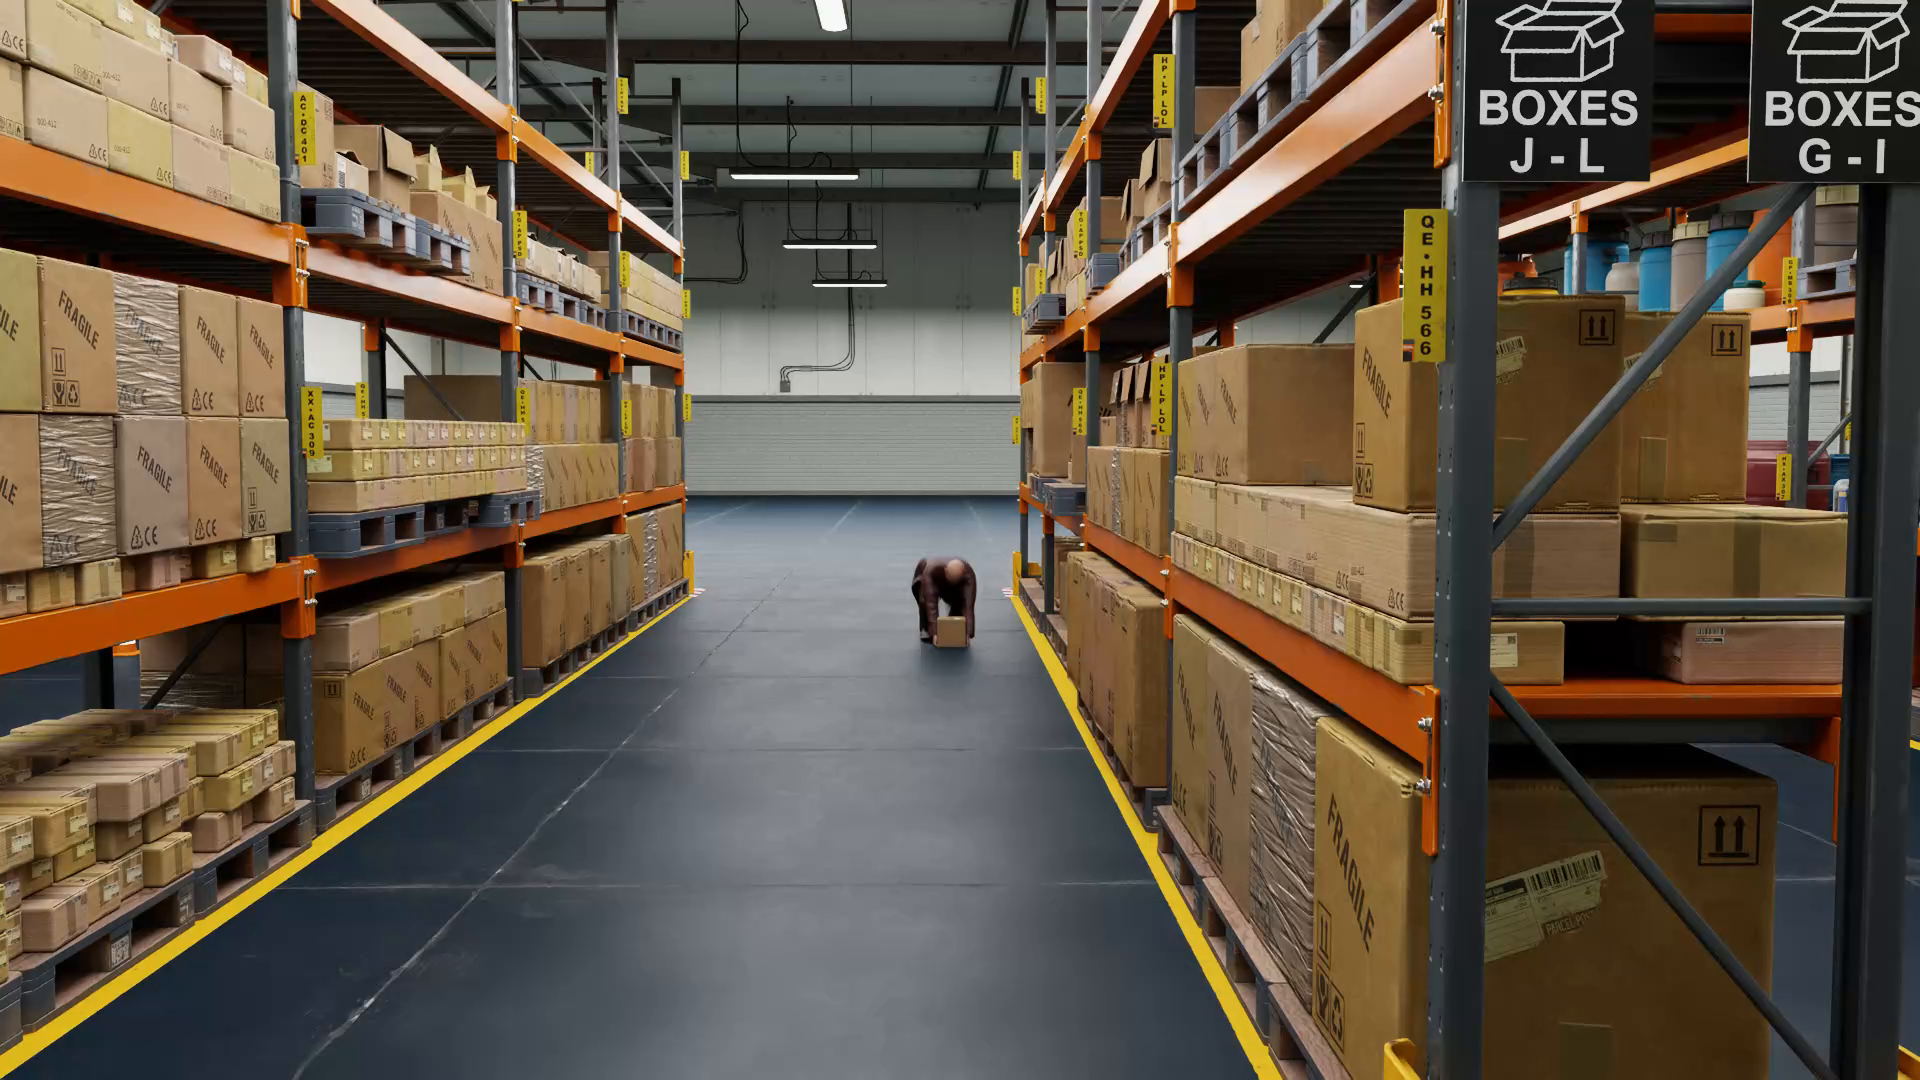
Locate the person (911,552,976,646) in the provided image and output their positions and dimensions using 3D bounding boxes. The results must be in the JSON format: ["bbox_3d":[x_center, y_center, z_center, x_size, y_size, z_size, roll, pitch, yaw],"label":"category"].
[{"bbox_3d":[-0.146,0.532,15.155,0.573,0.823,0.972,-1,4,-12],"label":"person"}]
